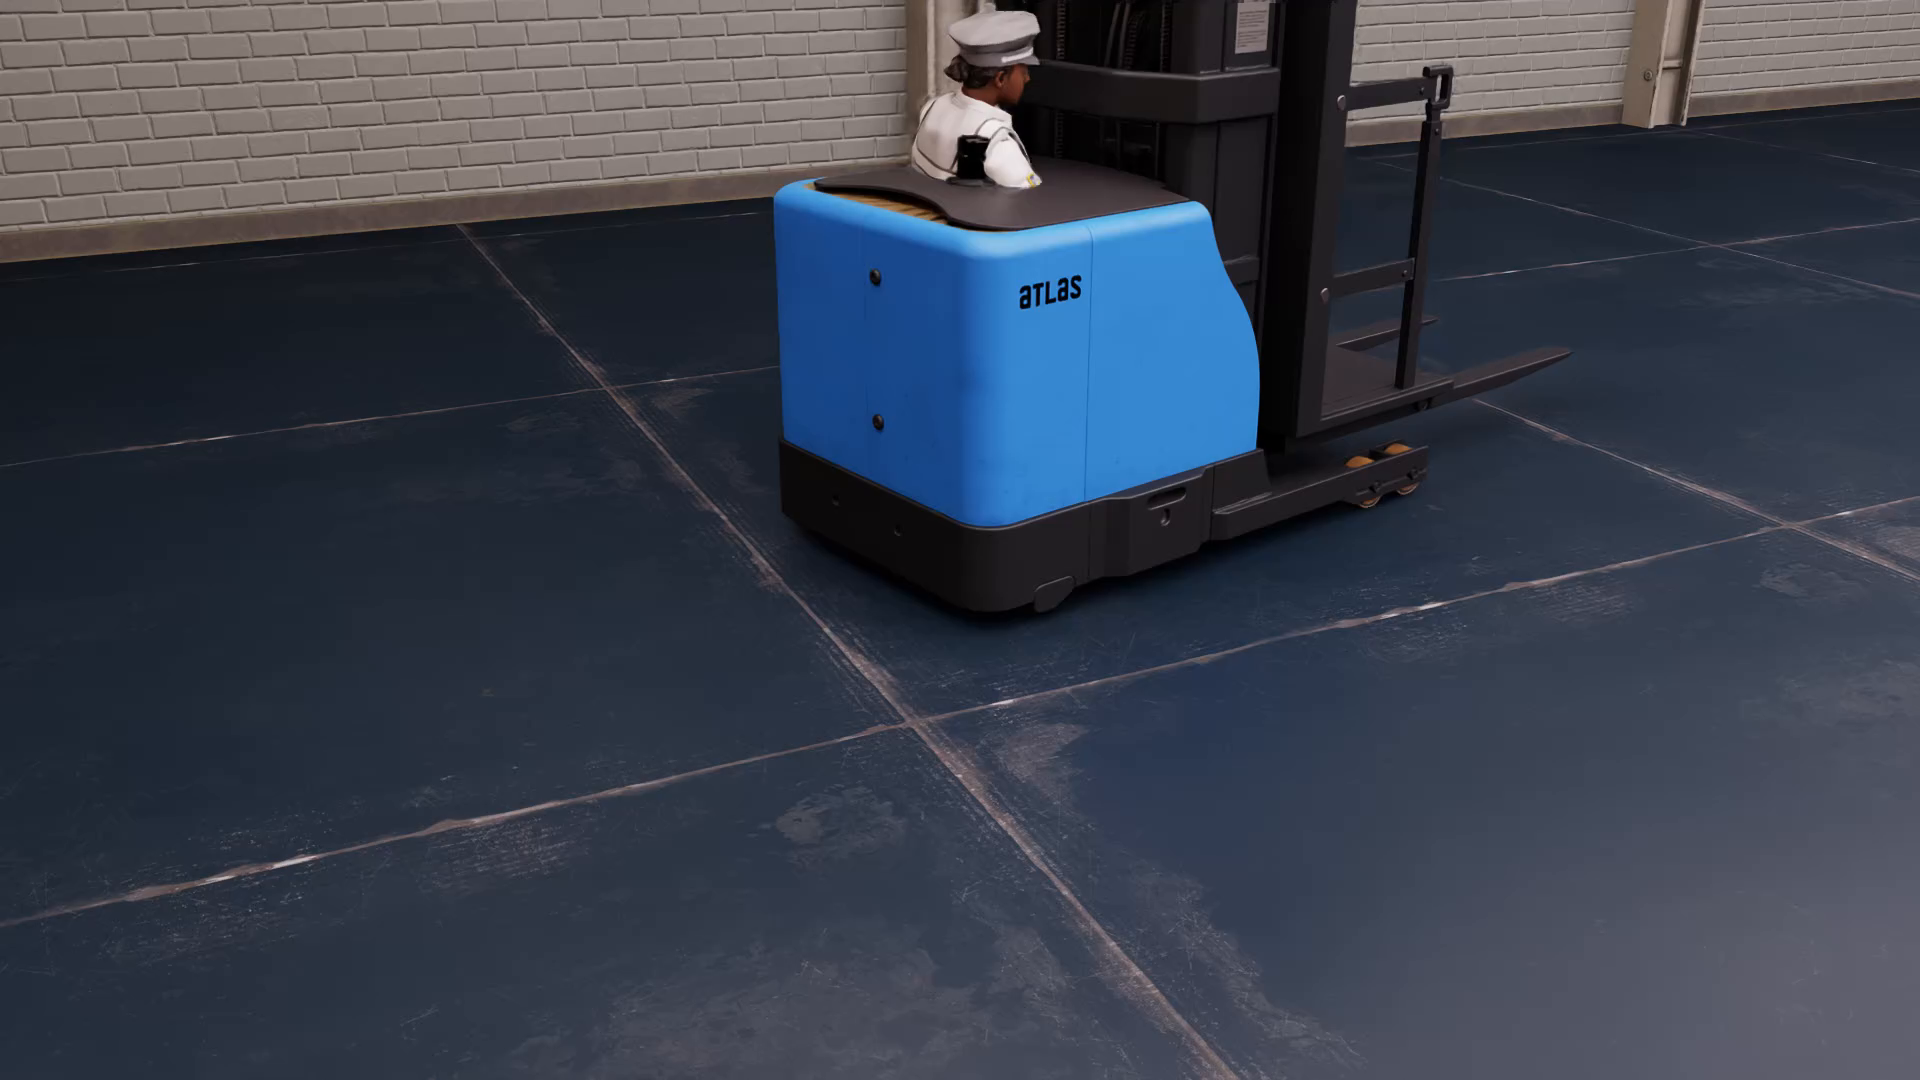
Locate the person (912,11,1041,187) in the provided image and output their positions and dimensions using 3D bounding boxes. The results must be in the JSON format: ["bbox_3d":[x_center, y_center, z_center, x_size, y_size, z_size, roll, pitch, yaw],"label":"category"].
[{"bbox_3d":[0.157,-0.772,4.903,0.521,1.508,0.775,-12,26,-27],"label":"person"}]

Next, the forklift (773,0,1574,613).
[{"bbox_3d":[0.914,-1.596,5.129,3.031,2.935,1.130,-17,28,-35],"label":"forklift"}]
